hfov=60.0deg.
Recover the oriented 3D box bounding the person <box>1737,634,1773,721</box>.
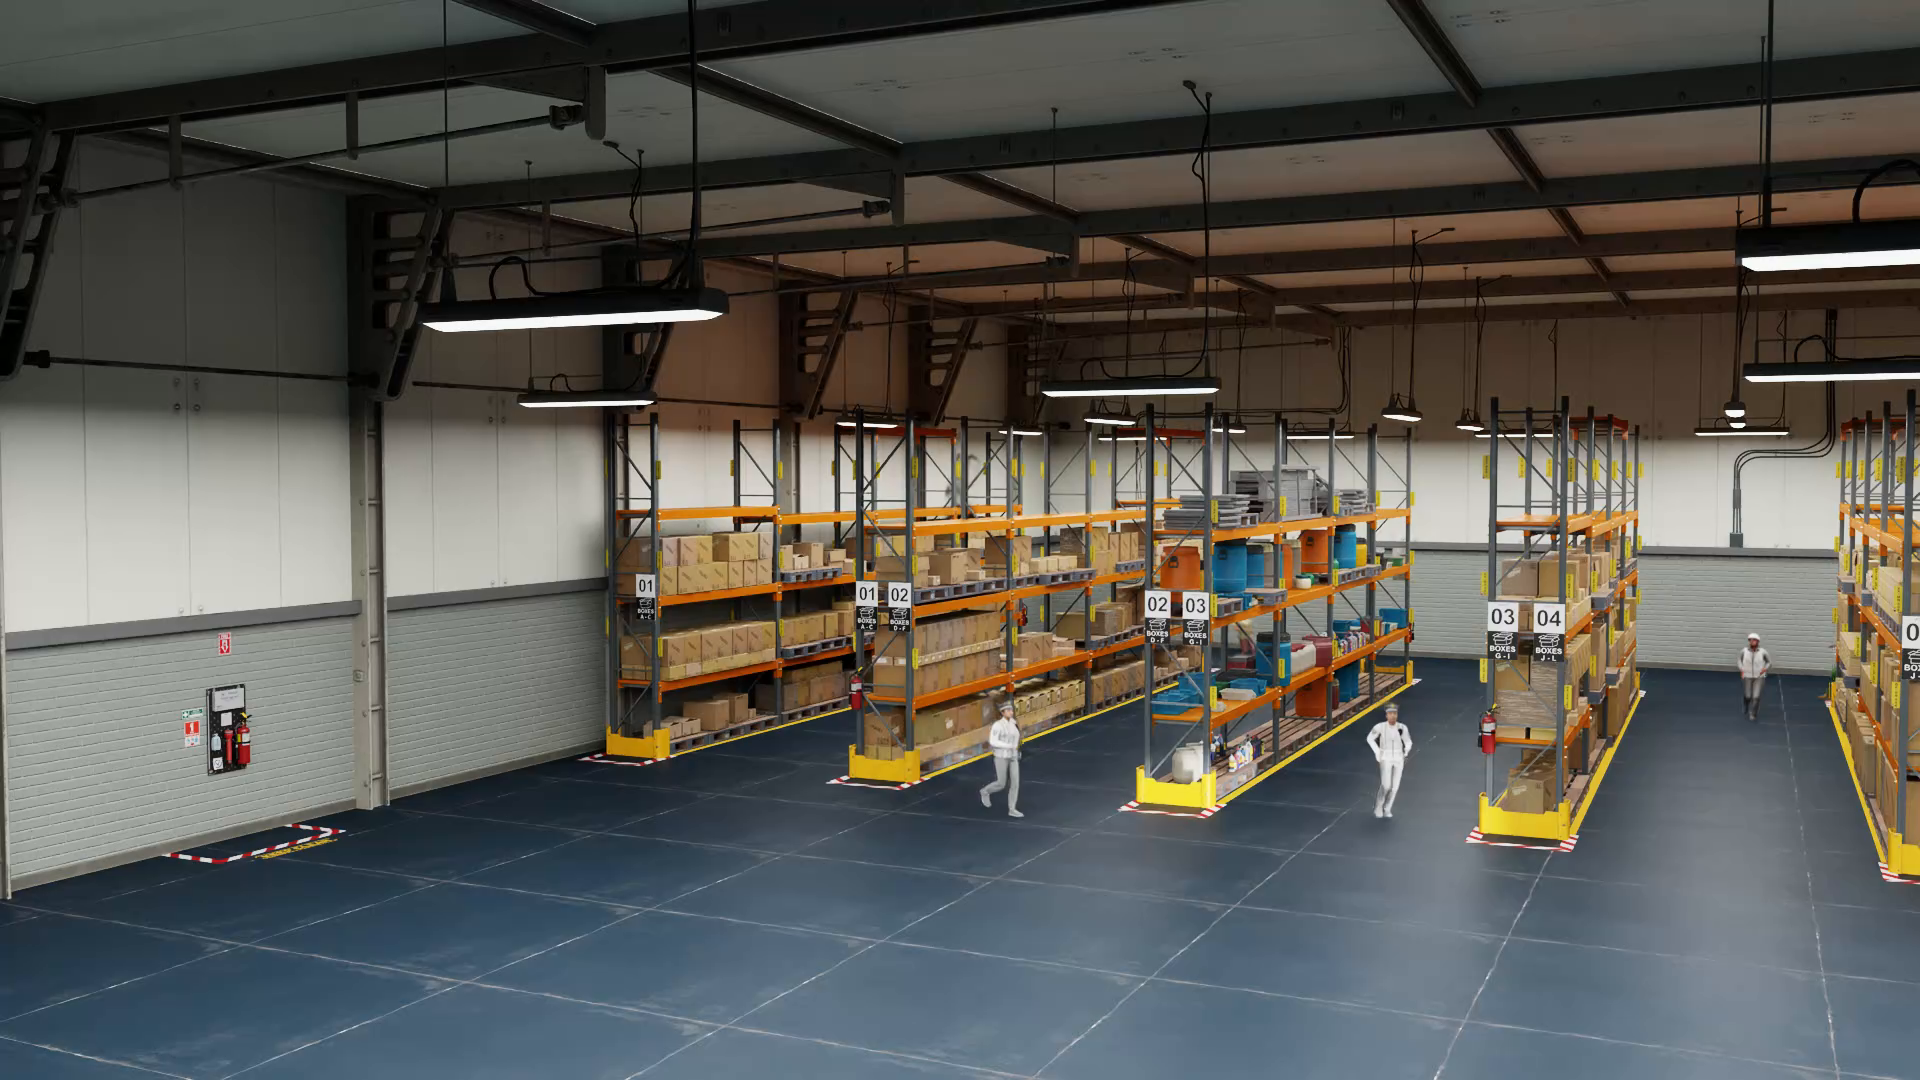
[{"bbox_3d":[15.906,2.741,33.295,0.656,1.746,0.625,1,3,30],"label":"person"}]

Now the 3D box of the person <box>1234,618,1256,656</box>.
[{"bbox_3d":[7.020,2.441,41.091,0.588,1.664,0.909,-1,3,-22],"label":"person"}]

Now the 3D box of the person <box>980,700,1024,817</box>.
[{"bbox_3d":[0.640,3.142,24.076,0.626,1.659,0.796,-2,3,-43],"label":"person"}]

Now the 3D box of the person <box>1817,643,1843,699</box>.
[{"bbox_3d":[19.135,2.585,36.033,0.912,1.757,0.710,1,2,13],"label":"person"}]

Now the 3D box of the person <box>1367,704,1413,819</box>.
[{"bbox_3d":[6.161,3.160,23.726,0.612,1.668,0.576,0,2,2],"label":"person"}]
